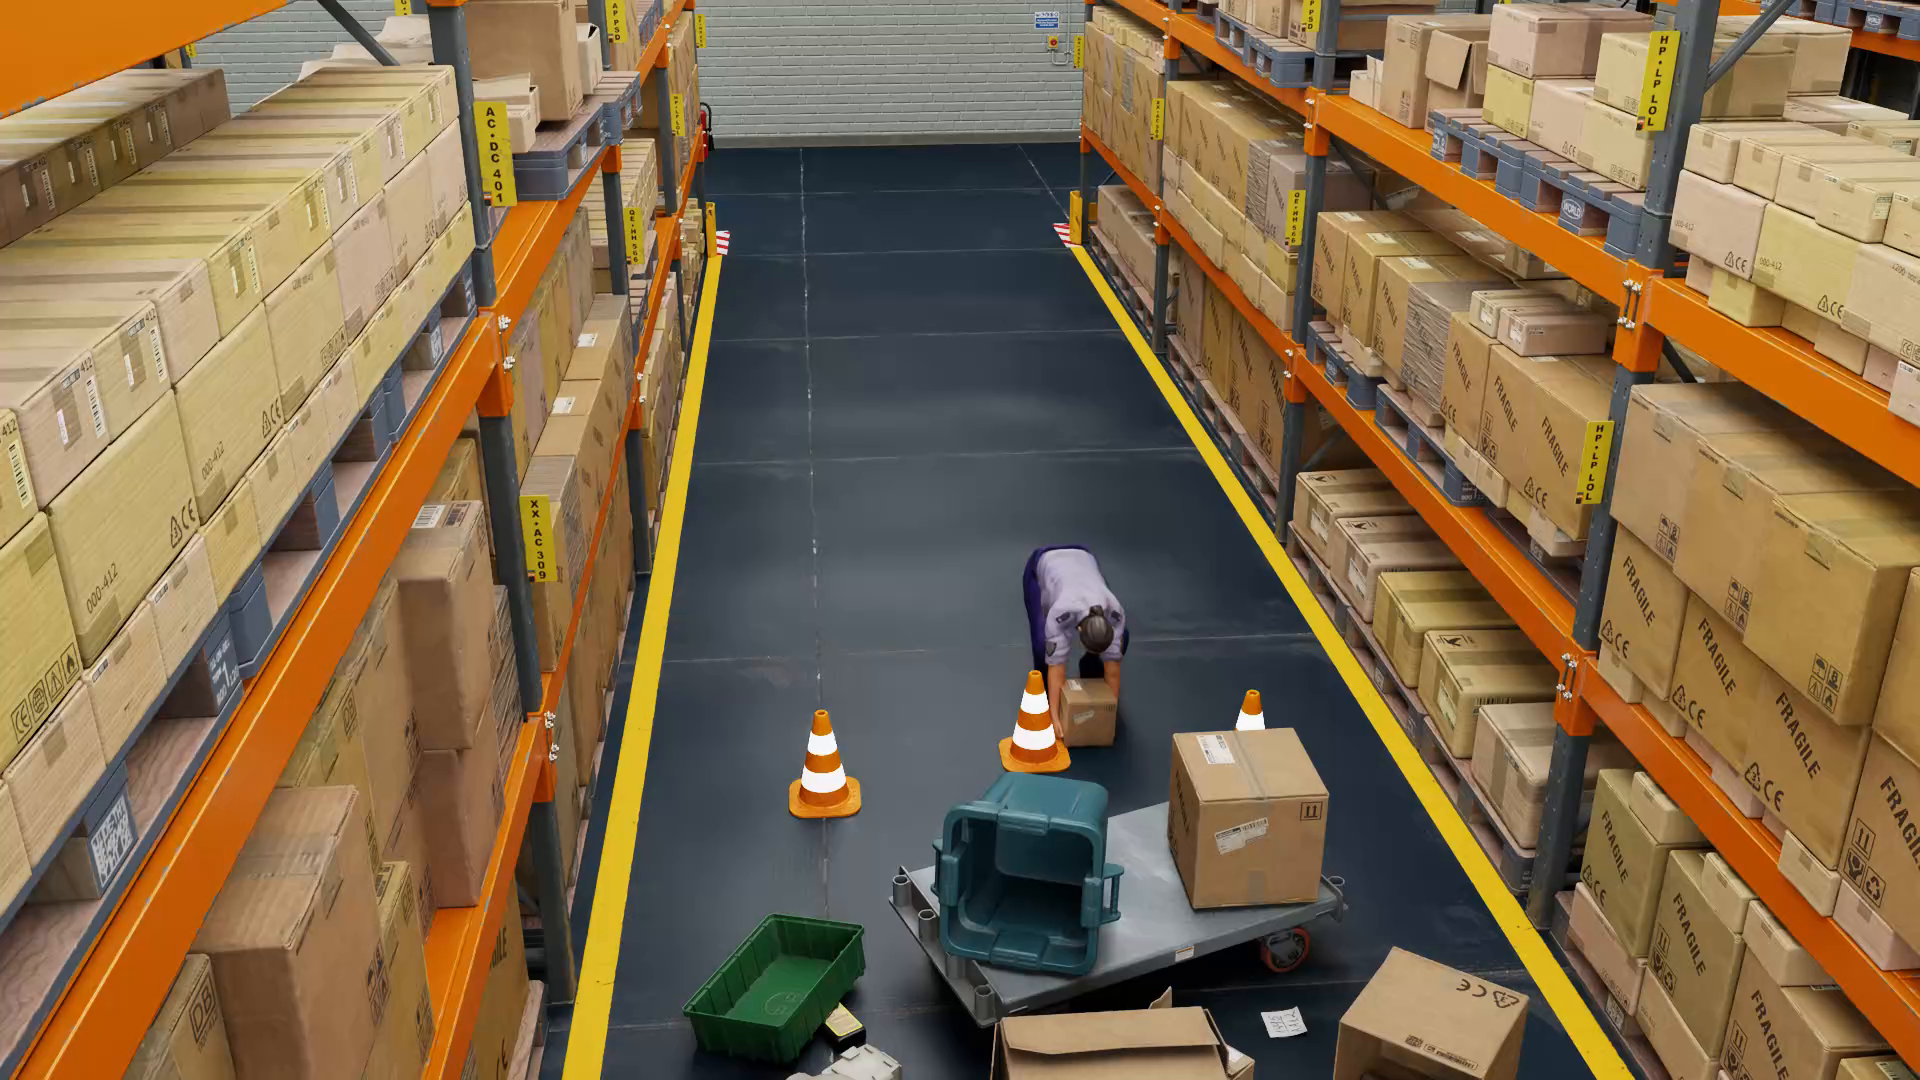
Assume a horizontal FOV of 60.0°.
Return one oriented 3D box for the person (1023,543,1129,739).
[{"bbox_3d":[0.613,0.502,8.544,0.515,0.808,0.904,-5,24,-11],"label":"person"}]
